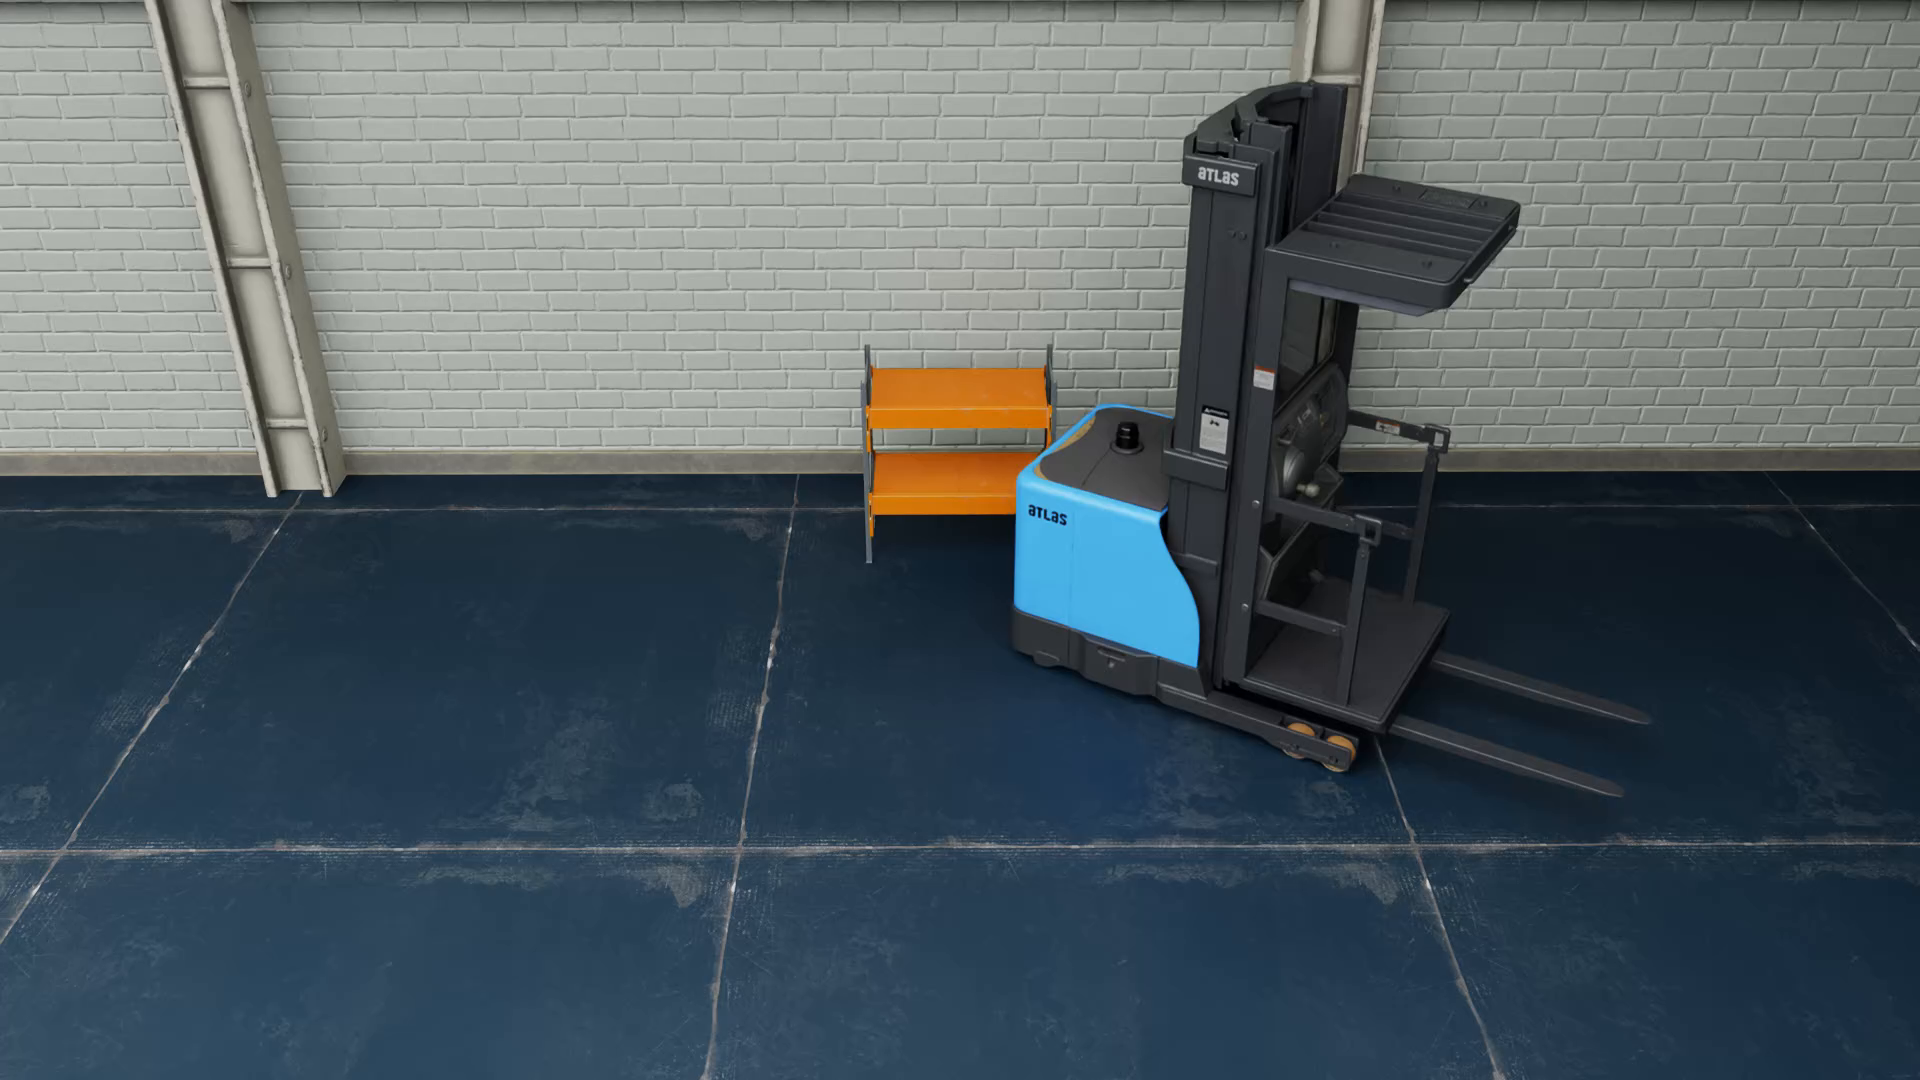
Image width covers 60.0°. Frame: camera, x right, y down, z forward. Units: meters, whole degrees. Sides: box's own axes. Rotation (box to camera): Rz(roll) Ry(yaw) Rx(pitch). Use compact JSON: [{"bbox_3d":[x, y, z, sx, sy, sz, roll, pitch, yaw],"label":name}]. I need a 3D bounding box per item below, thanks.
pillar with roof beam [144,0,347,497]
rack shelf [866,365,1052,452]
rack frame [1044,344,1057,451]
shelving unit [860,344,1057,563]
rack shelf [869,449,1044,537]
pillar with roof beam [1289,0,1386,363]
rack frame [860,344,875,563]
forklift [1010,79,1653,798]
[{"bbox_3d":[-3.973,-1.956,4.188,0.400,9.000,9.100,0,31,0],"label":"pillar with roof beam"},{"bbox_3d":[-0.007,-0.731,9.195,1.000,0.278,0.538,0,31,0],"label":"rack shelf"},{"bbox_3d":[0.502,-0.482,9.350,0.032,1.125,0.500,0,31,0],"label":"rack frame"},{"bbox_3d":[-0.007,-0.481,9.347,1.048,1.125,0.538,0,31,0],"label":"shelving unit"},{"bbox_3d":[-0.007,-0.272,9.474,1.000,0.278,0.538,0,31,0],"label":"rack shelf"},{"bbox_3d":[2.027,-1.975,4.219,0.400,9.000,9.100,0,31,0],"label":"pillar with roof beam"},{"bbox_3d":[-0.515,-0.479,9.345,0.032,1.125,0.500,0,31,0],"label":"rack frame"},{"bbox_3d":[1.791,-0.477,7.600,3.031,2.935,1.130,17,35,26],"label":"forklift"}]
